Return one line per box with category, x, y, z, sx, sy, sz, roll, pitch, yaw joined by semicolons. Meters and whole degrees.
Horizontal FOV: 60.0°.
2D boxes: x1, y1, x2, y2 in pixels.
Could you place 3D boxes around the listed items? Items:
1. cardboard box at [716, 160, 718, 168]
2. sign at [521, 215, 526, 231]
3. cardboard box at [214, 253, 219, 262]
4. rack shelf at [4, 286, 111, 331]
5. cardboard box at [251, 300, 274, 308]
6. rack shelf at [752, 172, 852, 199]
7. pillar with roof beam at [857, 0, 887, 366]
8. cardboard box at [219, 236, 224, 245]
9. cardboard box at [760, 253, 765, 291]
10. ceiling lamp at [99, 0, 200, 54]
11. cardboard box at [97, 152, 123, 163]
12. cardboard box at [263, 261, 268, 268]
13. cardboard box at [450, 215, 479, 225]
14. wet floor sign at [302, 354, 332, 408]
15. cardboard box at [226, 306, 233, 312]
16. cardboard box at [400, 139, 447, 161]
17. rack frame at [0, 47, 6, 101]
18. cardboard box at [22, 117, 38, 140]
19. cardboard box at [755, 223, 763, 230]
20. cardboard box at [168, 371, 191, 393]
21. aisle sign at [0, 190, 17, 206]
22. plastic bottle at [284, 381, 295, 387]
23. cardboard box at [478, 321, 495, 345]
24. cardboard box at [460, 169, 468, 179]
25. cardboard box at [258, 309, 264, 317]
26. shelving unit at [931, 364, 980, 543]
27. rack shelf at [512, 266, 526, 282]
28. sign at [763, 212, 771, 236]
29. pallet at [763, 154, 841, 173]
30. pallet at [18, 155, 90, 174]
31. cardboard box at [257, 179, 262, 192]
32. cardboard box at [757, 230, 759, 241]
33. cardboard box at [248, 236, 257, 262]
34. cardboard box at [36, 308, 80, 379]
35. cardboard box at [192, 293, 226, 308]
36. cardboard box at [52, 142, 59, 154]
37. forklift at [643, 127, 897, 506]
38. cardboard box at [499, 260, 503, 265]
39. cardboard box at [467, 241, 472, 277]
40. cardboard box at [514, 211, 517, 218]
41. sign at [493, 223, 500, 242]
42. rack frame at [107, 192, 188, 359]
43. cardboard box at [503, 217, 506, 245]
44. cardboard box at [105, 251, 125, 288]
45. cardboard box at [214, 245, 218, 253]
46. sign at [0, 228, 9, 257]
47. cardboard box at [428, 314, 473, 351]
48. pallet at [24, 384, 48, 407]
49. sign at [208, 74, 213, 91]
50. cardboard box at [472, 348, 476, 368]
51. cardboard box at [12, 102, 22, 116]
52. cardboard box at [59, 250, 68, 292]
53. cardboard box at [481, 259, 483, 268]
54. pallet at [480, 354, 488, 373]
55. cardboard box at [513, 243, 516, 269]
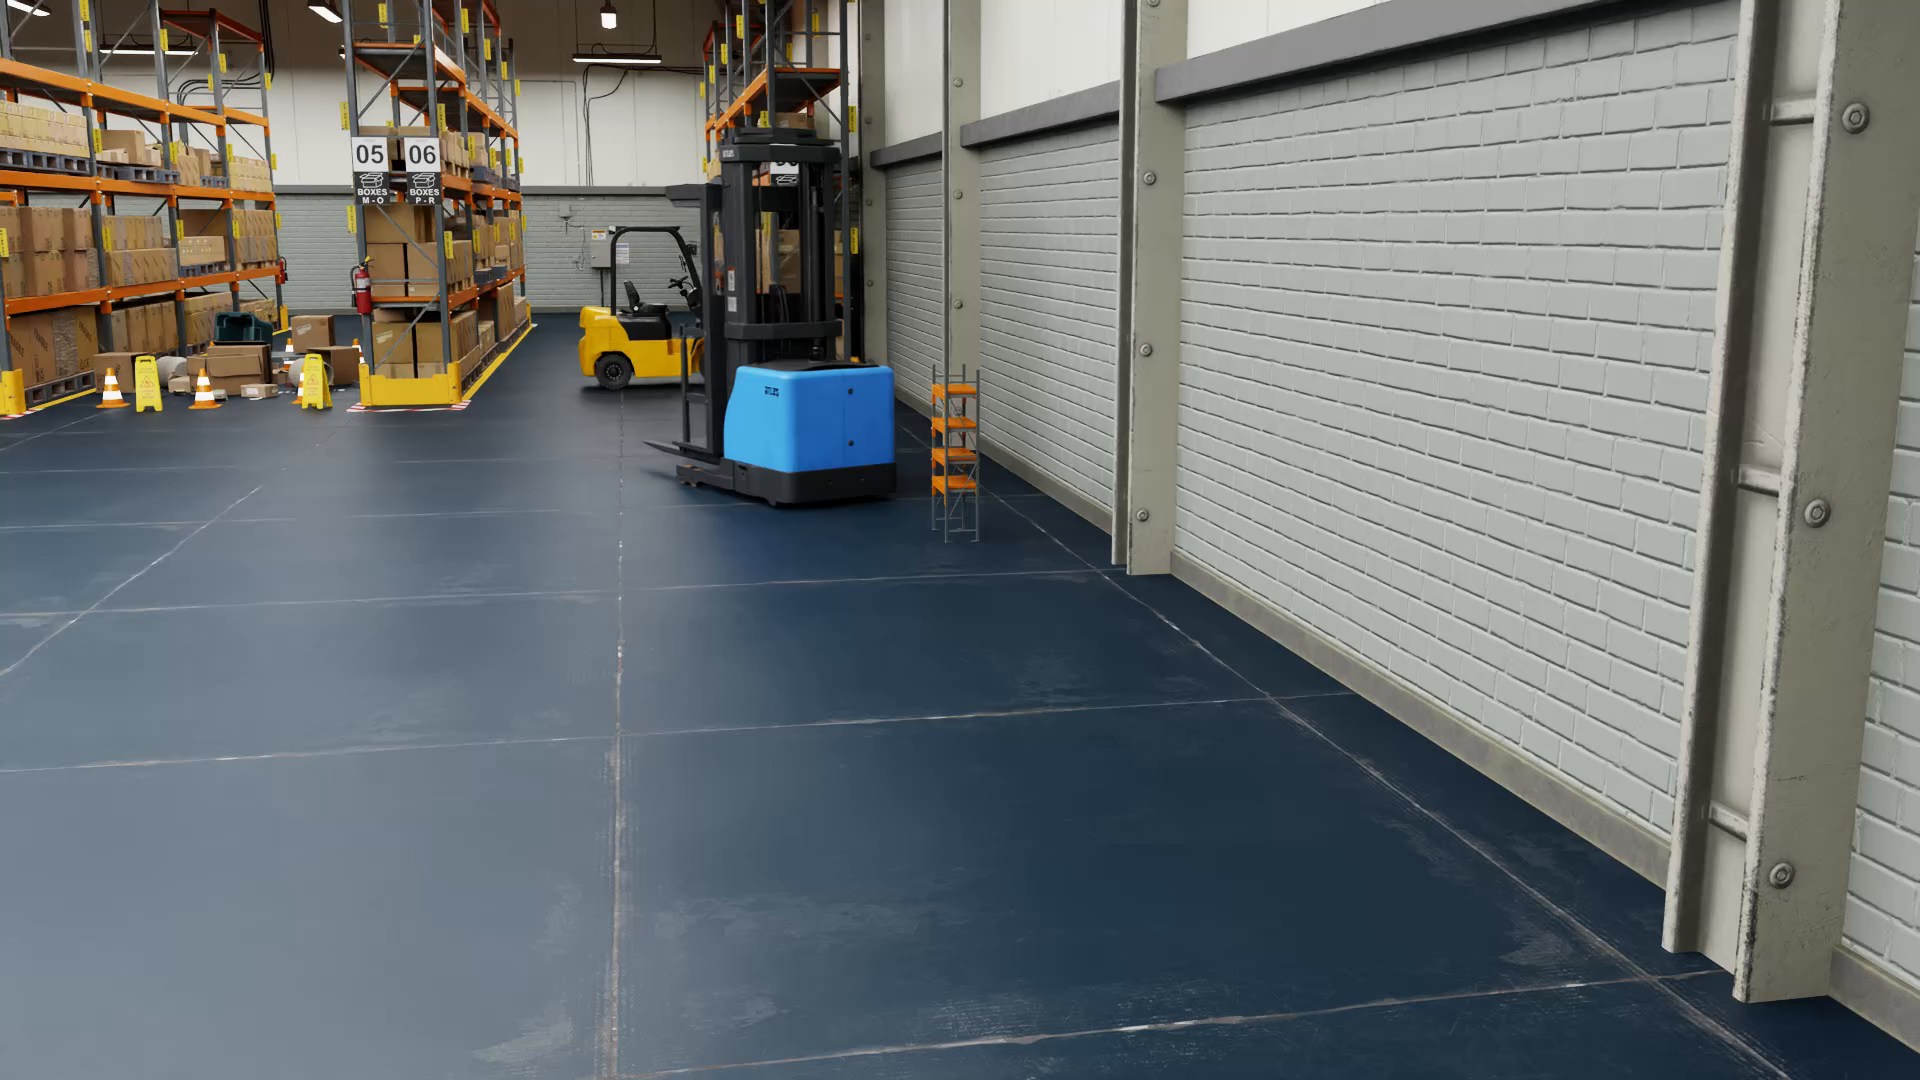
cardboard box;-4.400;-7.075;31.308;0.380;0.149;0.250;-2;11;-12
sign;-9.345;-6.789;35.614;0.100;0.325;0.005;-2;11;-11
cardboard box;-13.568;-5.079;29.906;0.380;0.149;0.250;-2;11;-11
rack shelf;-11.993;-2.967;21.188;1.077;0.370;4.000;-2;11;-11
cardboard box;-14.196;-4.808;33.843;0.380;0.149;0.250;-2;11;-12
rack shelf;-2.289;-4.821;22.903;1.077;0.370;4.000;-2;11;-11
pillar with roof beam;-5.374;-6.285;20.648;9.100;9.000;0.400;-2;11;-11
cardboard box;-13.668;-5.463;30.336;0.380;0.149;0.250;-2;11;-8
cardboard box;-2.445;-3.653;22.599;0.500;0.500;0.500;-2;11;-12
ceiling lamp;-17.635;-12.126;35.725;2.000;3.185;0.800;-2;11;-11
cardboard box;-12.399;-5.560;24.143;0.380;0.149;0.250;-2;11;-11
cardboard box;-14.227;-5.577;33.648;0.380;0.149;0.250;-2;11;-9
cardboard box;-7.290;-4.705;24.475;0.380;0.149;0.250;-2;11;-11
wet floor sign;-7.780;-1.922;20.069;0.267;0.644;0.232;2;11;9
cardboard box;-13.546;-4.007;30.286;0.500;0.500;0.500;-2;11;-12
cardboard box;-6.604;-4.800;20.478;0.500;0.250;0.500;-2;11;-12
rack frame;-19.600;-8.674;33.200;1.000;3.000;0.127;-2;11;-11
cardboard box;-11.644;-5.039;20.340;0.500;0.250;0.500;-2;11;-11
cardboard box;-4.262;-6.258;34.154;0.500;0.500;0.500;-2;11;-13
cardboard box;-10.241;-2.096;21.999;0.396;0.266;0.258;0;11;-1
aisle sign;-19.320;-7.028;33.645;0.394;0.787;0.004;-2;11;-11
plastic bottle;-9.134;-2.138;22.764;0.133;0.061;0.283;0;11;-1
cardboard box;-8.224;-3.431;27.606;0.950;0.372;0.625;-3;11;-15
cardboard box;-7.185;-5.189;23.588;0.380;0.149;0.250;-2;11;-11
cardboard box;-14.085;-4.516;33.109;0.380;0.149;0.250;-2;11;-8
shelving unit;-0.032;-0.620;11.744;0.258;1.200;0.503;-2;11;-11
rack shelf;-9.491;-5.367;33.794;1.077;0.370;4.000;-2;11;-11
sign;-2.435;-4.002;20.968;0.100;0.325;0.005;-2;11;-11
pallet;-2.012;-4.894;21.603;1.003;0.211;1.213;-2;11;-11
pallet;-12.233;-4.967;21.985;1.003;0.211;1.213;-2;11;-11
cardboard box;-14.178;-7.030;32.986;0.500;0.250;0.500;-2;11;-9
cardboard box;-2.682;-4.323;23.590;0.380;0.149;0.250;-2;11;-12
cardboard box;-13.953;-5.634;32.213;0.500;0.500;0.500;-2;11;-12
cardboard box;-12.149;-2.567;21.720;0.875;0.875;0.875;-2;11;-11
cardboard box;-13.458;-4.279;29.714;0.500;0.250;0.500;-2;11;-8
cardboard box;-11.748;-5.004;21.225;0.380;0.149;0.250;-2;11;-12
forklift;-1.765;-1.931;14.002;1.130;2.935;3.031;-7;13;-34
cardboard box;-8.386;-4.835;29.477;0.500;0.250;0.500;-2;11;-9
cardboard box;-7.109;-3.915;23.179;0.500;0.500;0.500;-2;11;-9
cardboard box;-9.399;-6.750;34.460;0.380;0.149;0.250;-2;11;-10
sign;-7.793;-5.171;27.958;0.100;0.325;0.005;-2;11;-11
rack frame;-13.160;-4.421;26.902;1.000;3.000;0.127;-2;11;-11
cardboard box;-8.581;-5.632;30.325;0.500;0.500;0.500;-2;11;-9
cardboard box;-12.220;-3.843;23.597;0.500;0.500;0.500;-2;11;-10
cardboard box;-13.569;-5.224;29.874;0.380;0.149;0.250;-2;11;-9
sign;-11.058;-3.437;19.206;0.100;0.325;0.005;-2;11;-11
cardboard box;-6.966;-2.824;22.739;0.500;0.500;0.500;-2;11;-8
pallet;-11.836;-1.728;20.210;1.003;0.211;1.213;-2;11;-11
sign;-15.248;-9.314;33.852;0.100;0.325;0.005;-2;11;-11
cardboard box;-7.054;-2.546;23.279;0.500;0.250;0.500;-2;11;-13
cardboard box;-11.503;-5.163;19.928;0.380;0.149;0.250;-2;11;-10
cardboard box;-12.179;-3.491;21.612;0.875;0.550;0.550;-2;11;-11
cardboard box;-7.569;-4.271;25.664;0.380;0.149;0.250;-2;11;-11
pallet;-7.699;-2.659;25.102;1.003;0.211;1.213;-2;11;-11
cardboard box;-9.030;-5.590;32.779;0.500;0.500;0.500;-2;11;-11
